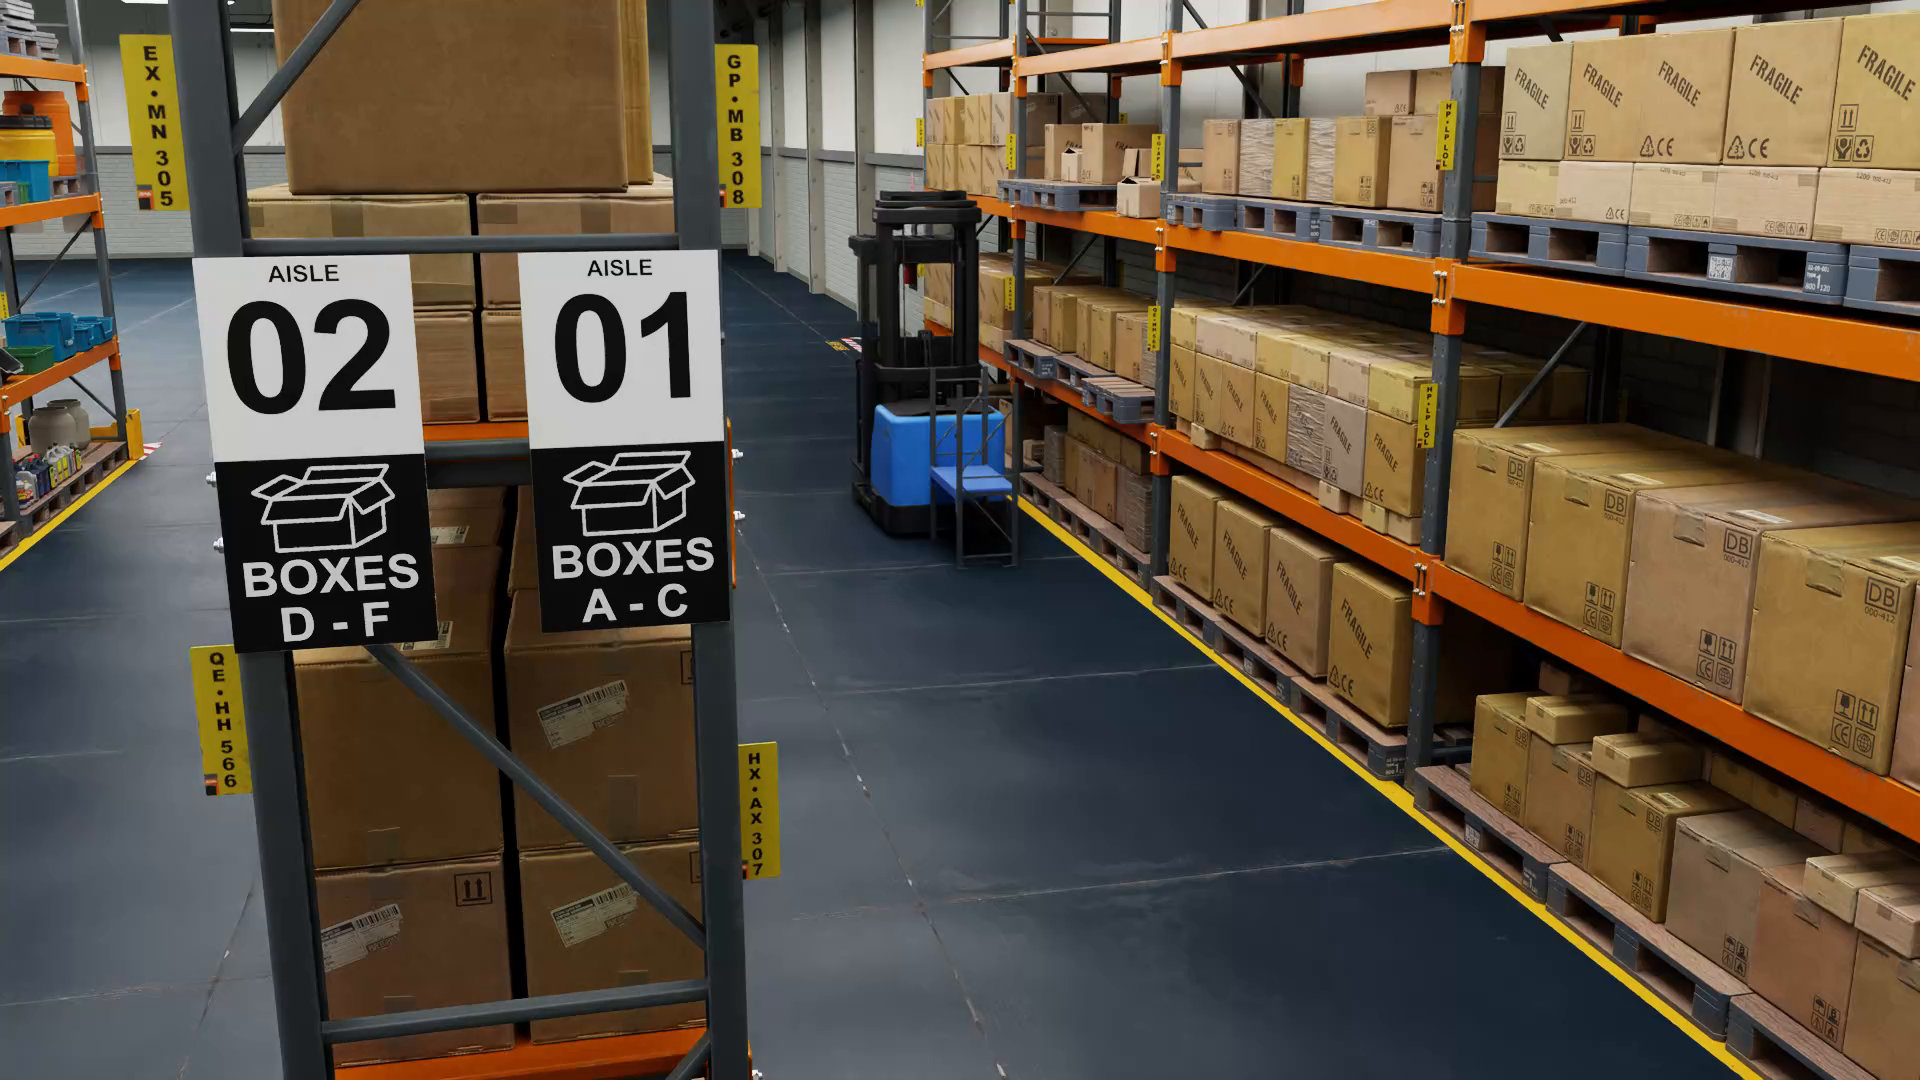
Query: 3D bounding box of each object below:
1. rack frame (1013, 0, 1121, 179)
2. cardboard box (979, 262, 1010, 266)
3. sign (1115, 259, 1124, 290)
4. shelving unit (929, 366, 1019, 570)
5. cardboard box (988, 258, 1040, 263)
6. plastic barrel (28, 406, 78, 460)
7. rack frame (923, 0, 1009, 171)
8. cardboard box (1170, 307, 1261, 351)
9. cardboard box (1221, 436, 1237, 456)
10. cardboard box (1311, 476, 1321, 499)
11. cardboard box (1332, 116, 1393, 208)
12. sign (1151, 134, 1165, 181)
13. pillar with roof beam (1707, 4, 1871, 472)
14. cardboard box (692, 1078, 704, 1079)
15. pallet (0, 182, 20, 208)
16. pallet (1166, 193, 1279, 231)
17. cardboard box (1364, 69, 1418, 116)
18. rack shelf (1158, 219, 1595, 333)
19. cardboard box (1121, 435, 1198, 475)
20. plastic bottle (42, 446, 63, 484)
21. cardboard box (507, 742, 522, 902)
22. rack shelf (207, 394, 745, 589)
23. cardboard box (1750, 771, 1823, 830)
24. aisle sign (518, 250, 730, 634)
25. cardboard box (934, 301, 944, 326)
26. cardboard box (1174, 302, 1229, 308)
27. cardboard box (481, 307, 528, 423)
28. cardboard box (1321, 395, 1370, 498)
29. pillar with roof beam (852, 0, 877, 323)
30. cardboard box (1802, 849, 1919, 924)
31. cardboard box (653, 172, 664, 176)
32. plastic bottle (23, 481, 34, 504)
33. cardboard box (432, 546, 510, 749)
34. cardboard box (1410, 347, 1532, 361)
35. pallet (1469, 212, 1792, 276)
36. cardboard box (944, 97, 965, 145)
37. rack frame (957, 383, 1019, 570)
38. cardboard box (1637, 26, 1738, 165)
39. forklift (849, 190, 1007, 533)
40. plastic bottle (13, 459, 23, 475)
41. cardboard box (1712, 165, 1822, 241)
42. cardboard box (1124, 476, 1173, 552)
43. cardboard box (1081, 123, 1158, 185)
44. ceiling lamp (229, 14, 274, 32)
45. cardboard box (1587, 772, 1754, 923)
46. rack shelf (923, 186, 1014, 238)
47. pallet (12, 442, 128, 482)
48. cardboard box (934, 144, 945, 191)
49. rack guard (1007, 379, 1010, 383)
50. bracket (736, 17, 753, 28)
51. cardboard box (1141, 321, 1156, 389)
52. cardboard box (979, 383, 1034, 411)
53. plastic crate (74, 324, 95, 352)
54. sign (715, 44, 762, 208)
[{"bbox_3d":[1.008,-4.894,15.497,1.000,3.000,0.127,-3,14,-13],"label":"rack frame"},{"bbox_3d":[0.243,-2.724,17.950,0.500,0.500,0.500,-3,14,-11],"label":"cardboard box"},{"bbox_3d":[1.547,-2.574,16.201,0.100,0.325,0.005,-3,14,-13],"label":"sign"},{"bbox_3d":[0.106,-0.617,13.794,0.538,1.500,1.048,-3,14,-13],"label":"shelving unit"},{"bbox_3d":[0.621,-2.871,18.551,0.500,0.500,0.500,-4,14,-15],"label":"cardboard box"},{"bbox_3d":[-9.214,-1.082,16.894,0.421,0.512,0.421,0,14,0],"label":"plastic barrel"},{"bbox_3d":[0.069,-5.816,19.274,1.000,3.000,0.127,-3,14,-13],"label":"rack frame"},{"bbox_3d":[1.811,-1.498,11.778,0.500,0.250,0.500,-3,14,-12],"label":"cardboard box"},{"bbox_3d":[2.010,-0.680,11.376,0.380,0.149,0.250,-3,14,-14],"label":"cardboard box"},{"bbox_3d":[2.321,-0.321,9.906,0.380,0.149,0.250,-3,14,-13],"label":"cardboard box"},{"bbox_3d":[2.594,-2.187,9.601,0.700,0.500,0.500,-4,14,-14],"label":"cardboard box"},{"bbox_3d":[1.420,-2.735,11.892,0.100,0.325,0.005,-3,14,-13],"label":"sign"},{"bbox_3d":[-0.292,-2.695,6.497,9.100,9.000,0.400,-3,14,-13],"label":"pillar with roof beam"},{"bbox_3d":[-1.074,1.816,5.540,0.500,0.250,0.500,-3,14,-13],"label":"cardboard box"},{"bbox_3d":[-8.886,-2.954,14.274,1.213,0.211,1.003,-3,14,-13],"label":"pallet"},{"bbox_3d":[2.151,-2.276,11.502,1.213,0.211,1.003,-3,14,-11],"label":"pallet"},{"bbox_3d":[2.664,-2.554,9.524,0.500,0.250,0.500,-4,14,-15],"label":"cardboard box"},{"bbox_3d":[2.418,-1.703,10.273,1.077,0.370,4.000,-3,14,-13],"label":"rack shelf"},{"bbox_3d":[1.655,-0.719,13.808,0.500,0.250,0.500,-3,14,-12],"label":"cardboard box"},{"bbox_3d":[-8.552,-0.705,15.647,0.144,0.351,0.185,-3,14,-14],"label":"plastic bottle"},{"bbox_3d":[-1.482,0.810,4.582,0.500,0.500,0.500,-3,14,-13],"label":"cardboard box"},{"bbox_3d":[-1.457,-0.503,5.362,1.077,0.370,4.000,-3,14,-13],"label":"rack shelf"},{"bbox_3d":[3.489,1.054,6.810,0.380,0.149,0.250,-3,14,-13],"label":"cardboard box"},{"bbox_3d":[-0.686,-0.198,3.438,0.394,0.787,0.004,-3,14,-13],"label":"aisle sign"},{"bbox_3d":[0.011,-2.590,18.981,0.500,0.250,0.500,-4,14,-15],"label":"cardboard box"},{"bbox_3d":[1.838,-1.712,12.610,0.380,0.149,0.250,-5,15,-21],"label":"cardboard box"},{"bbox_3d":[-0.861,-0.451,3.949,0.500,0.250,0.500,-3,14,-13],"label":"cardboard box"},{"bbox_3d":[2.404,-0.546,9.463,0.500,0.500,0.500,-3,14,-13],"label":"cardboard box"},{"bbox_3d":[-5.929,-8.232,29.159,9.100,9.000,0.400,-3,14,-13],"label":"pillar with roof beam"},{"bbox_3d":[3.297,1.250,6.006,0.380,0.149,0.250,-3,14,-12],"label":"cardboard box"},{"bbox_3d":[-1.203,-1.041,5.308,0.500,0.250,0.500,-3,14,-13],"label":"cardboard box"},{"bbox_3d":[-8.318,-0.426,14.821,0.097,0.201,0.097,0,14,0],"label":"plastic bottle"},{"bbox_3d":[-1.479,0.328,4.448,0.500,0.500,0.500,-3,14,-12],"label":"cardboard box"},{"bbox_3d":[2.903,-0.942,9.502,0.500,0.250,0.500,-3,14,-13],"label":"cardboard box"},{"bbox_3d":[3.069,-1.359,7.534,1.003,0.211,1.213,-3,14,-13],"label":"pallet"},{"bbox_3d":[0.123,-4.565,18.111,0.500,0.500,0.500,-3,14,-12],"label":"cardboard box"},{"bbox_3d":[0.220,-0.500,13.313,0.500,1.500,0.032,-3,14,-13],"label":"rack frame"},{"bbox_3d":[3.030,-1.723,6.479,0.500,0.500,0.500,-3,14,-13],"label":"cardboard box"},{"bbox_3d":[-0.421,-1.784,15.553,1.130,2.935,3.031,-3,14,-13],"label":"forklift"},{"bbox_3d":[-8.548,-0.555,15.035,0.144,0.351,0.185,-3,14,-13],"label":"plastic bottle"},{"bbox_3d":[3.146,-1.242,6.090,0.500,0.250,0.500,-4,14,-15],"label":"cardboard box"},{"bbox_3d":[1.728,-0.219,13.344,0.700,0.500,0.500,-3,14,-12],"label":"cardboard box"},{"bbox_3d":[1.349,-3.274,14.092,0.500,0.500,0.500,-4,14,-15],"label":"cardboard box"},{"bbox_3d":[-17.020,-13.883,39.990,2.000,3.185,0.800,-3,14,-13],"label":"ceiling lamp"},{"bbox_3d":[3.196,1.289,7.212,0.700,0.500,0.500,-3,14,-12],"label":"cardboard box"},{"bbox_3d":[0.539,-3.548,17.827,1.077,0.370,4.000,-3,14,-13],"label":"rack shelf"},{"bbox_3d":[-9.312,-0.793,17.227,1.003,0.211,1.213,-3,14,-13],"label":"pallet"},{"bbox_3d":[-0.004,-4.201,18.727,0.500,0.500,0.500,-2,14,-9],"label":"cardboard box"},{"bbox_3d":[0.087,-1.670,20.211,1.175,0.500,0.348,-3,14,-13],"label":"rack guard"},{"bbox_3d":[-5.614,-13.663,43.805,0.076,0.066,4.783,-3,14,-13],"label":"bracket"},{"bbox_3d":[1.828,-1.427,12.809,0.700,0.500,0.500,-5,15,-20],"label":"cardboard box"},{"bbox_3d":[0.402,-1.433,18.314,0.700,0.500,0.500,-4,14,-17],"label":"cardboard box"},{"bbox_3d":[-9.006,-2.029,16.724,0.499,0.251,0.408,-3,14,-13],"label":"plastic crate"},{"bbox_3d":[-0.460,-0.846,3.408,0.100,0.325,0.005,-3,14,-13],"label":"sign"}]
